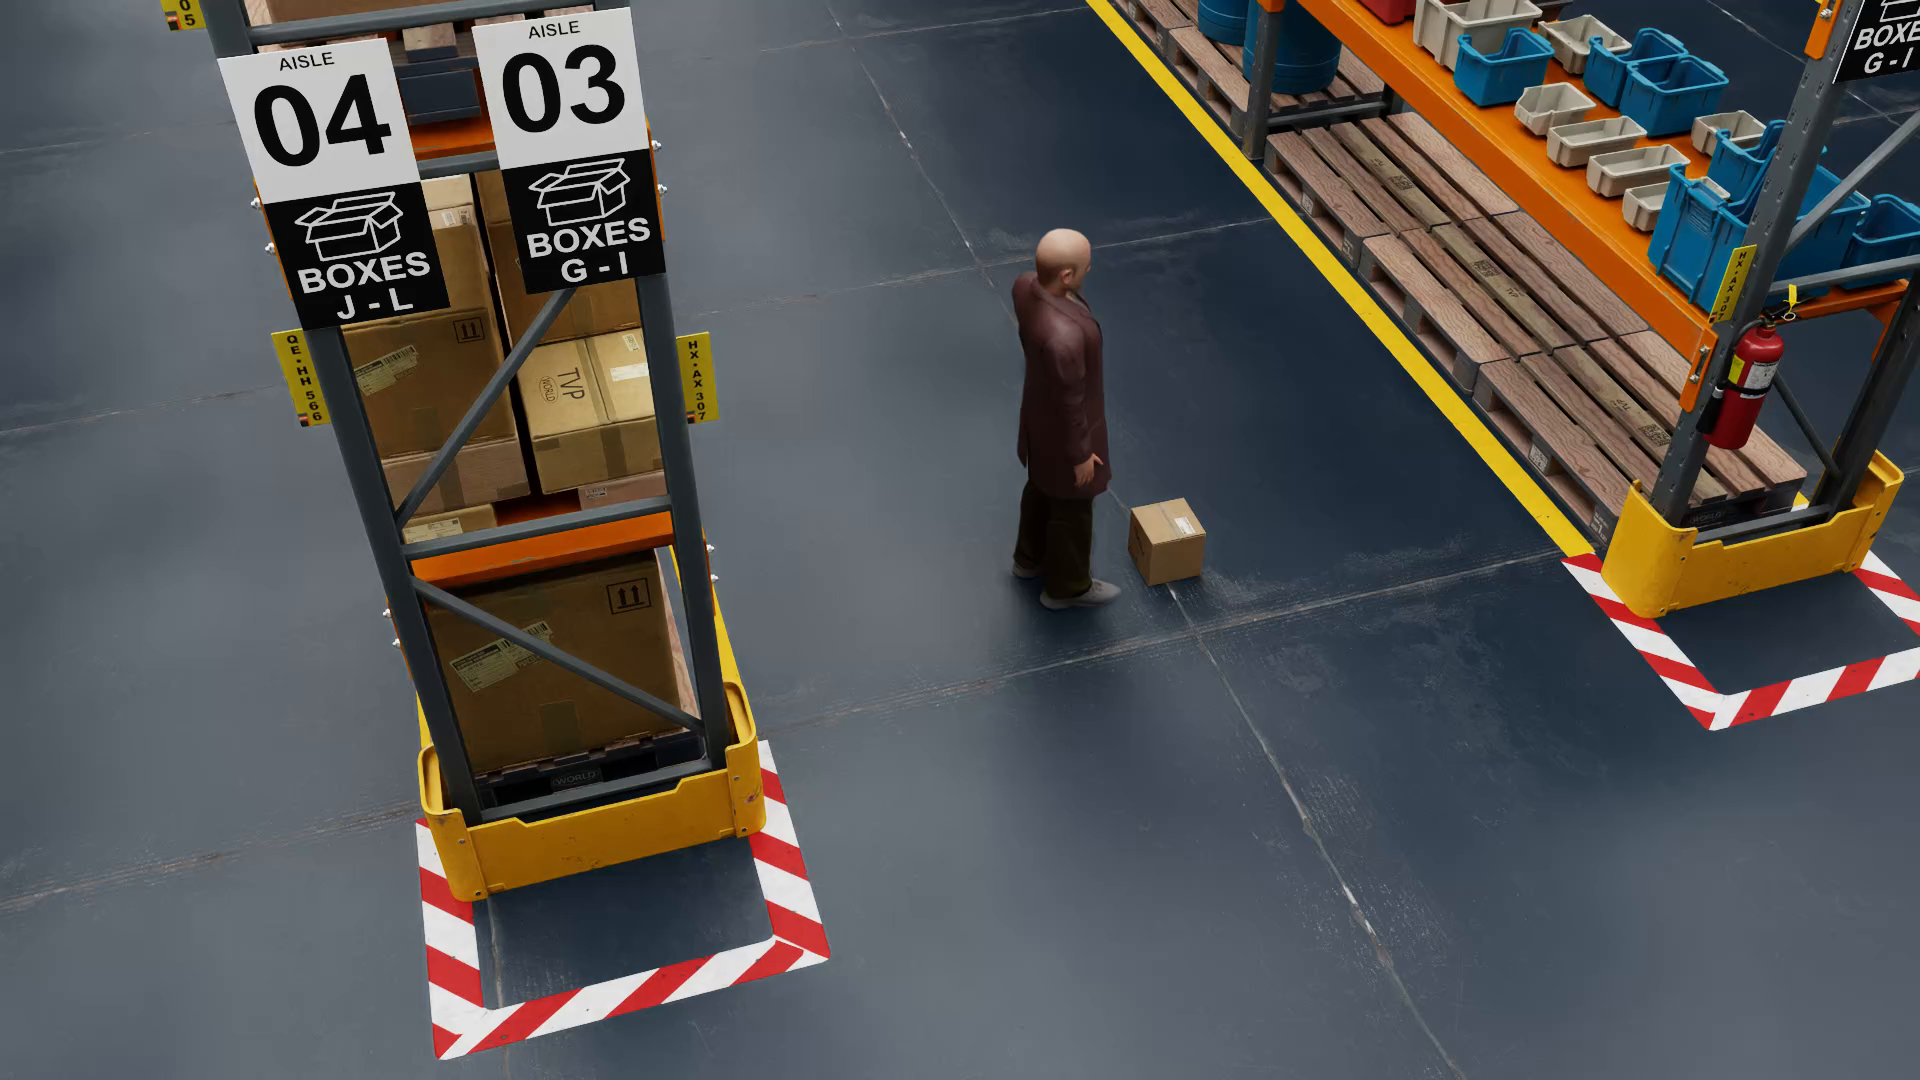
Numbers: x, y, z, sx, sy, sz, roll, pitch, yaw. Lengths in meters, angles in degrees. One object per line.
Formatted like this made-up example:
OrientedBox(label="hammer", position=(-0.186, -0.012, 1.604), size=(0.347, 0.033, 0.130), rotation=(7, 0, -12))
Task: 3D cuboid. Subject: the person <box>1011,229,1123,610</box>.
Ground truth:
OrientedBox(label="person", position=(0.452, -0.473, 6.710), size=(0.454, 1.812, 0.602), rotation=(-11, 43, -12))
